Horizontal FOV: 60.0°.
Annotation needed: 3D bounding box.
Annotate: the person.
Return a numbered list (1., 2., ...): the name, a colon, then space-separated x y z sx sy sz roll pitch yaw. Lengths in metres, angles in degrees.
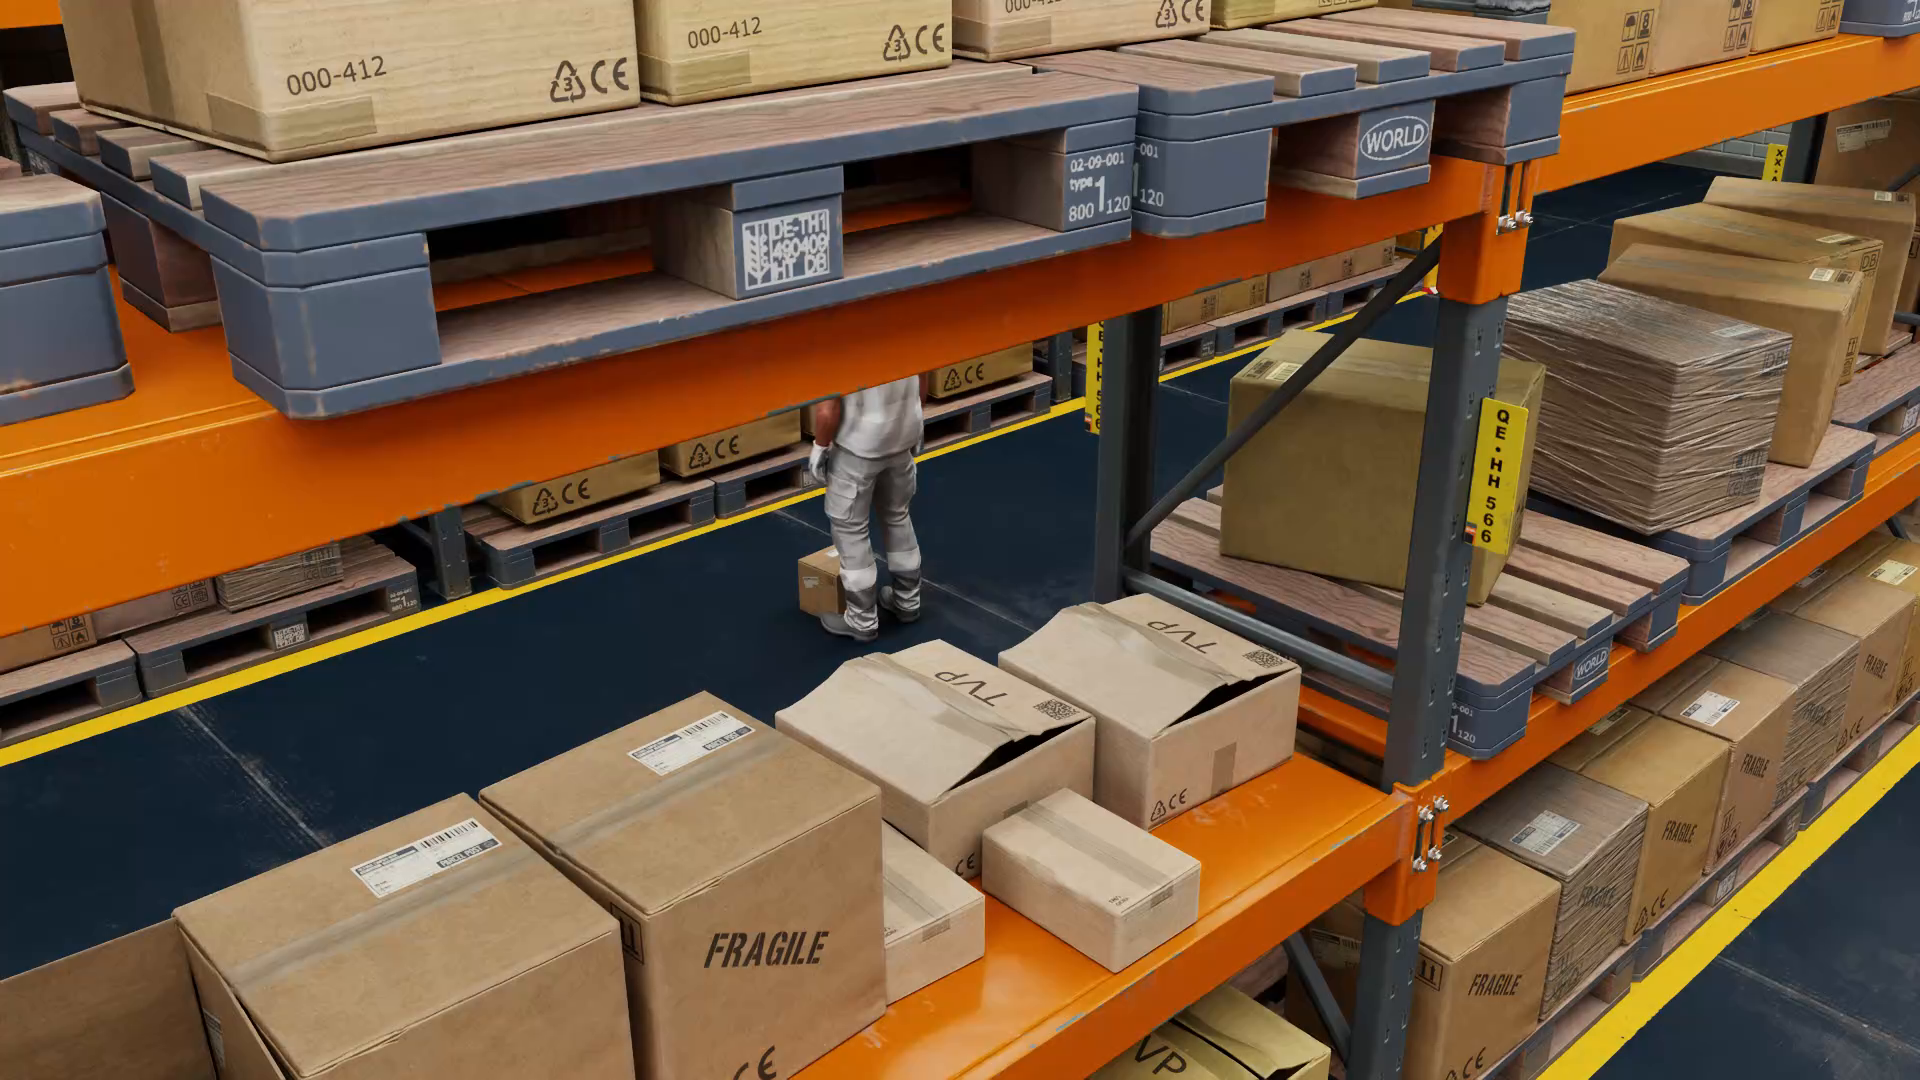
1. person: -0.390 -0.430 7.047 0.605 1.778 0.453 -21 31 -39
